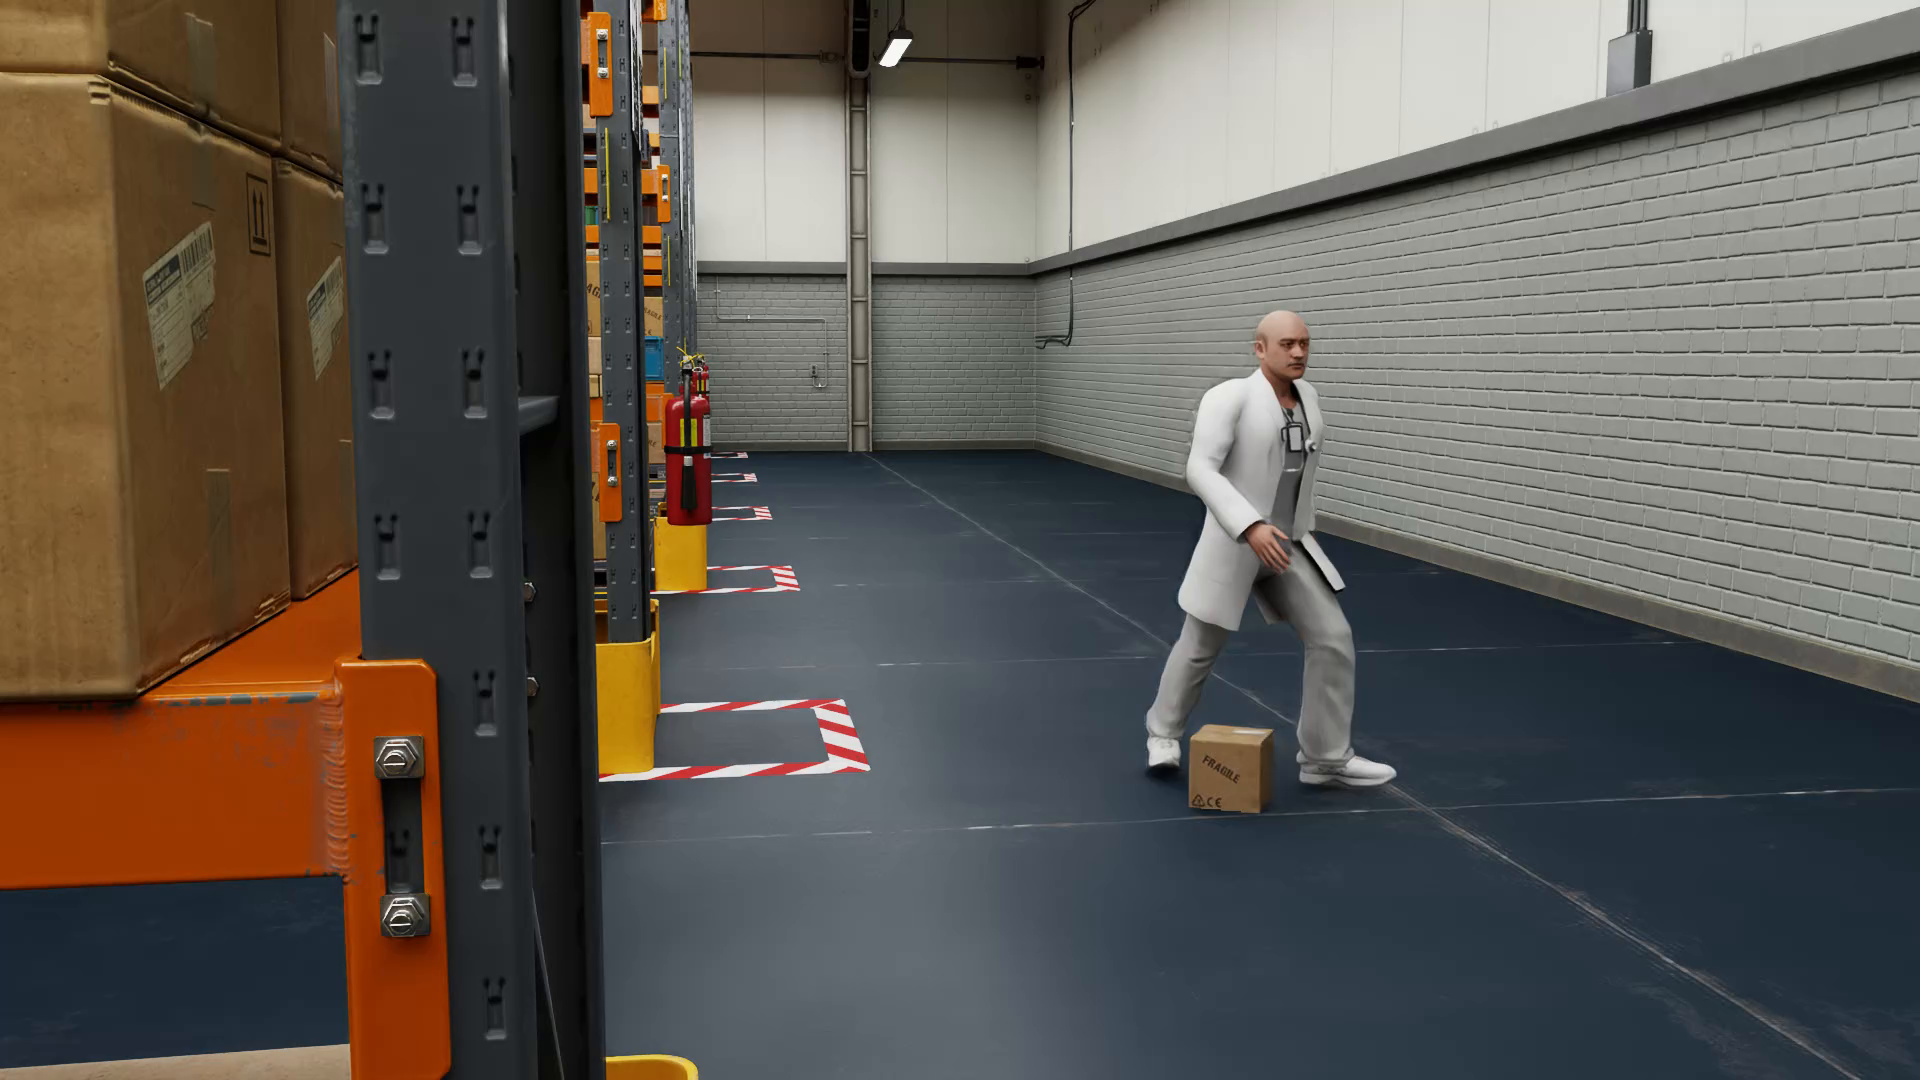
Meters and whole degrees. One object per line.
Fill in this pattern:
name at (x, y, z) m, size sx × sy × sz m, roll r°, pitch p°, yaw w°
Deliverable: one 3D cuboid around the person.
person at (1.057, 0.028, 6.086) m, size 0.706 × 1.715 × 0.912 m, roll -3°, pitch 7°, yaw -26°
